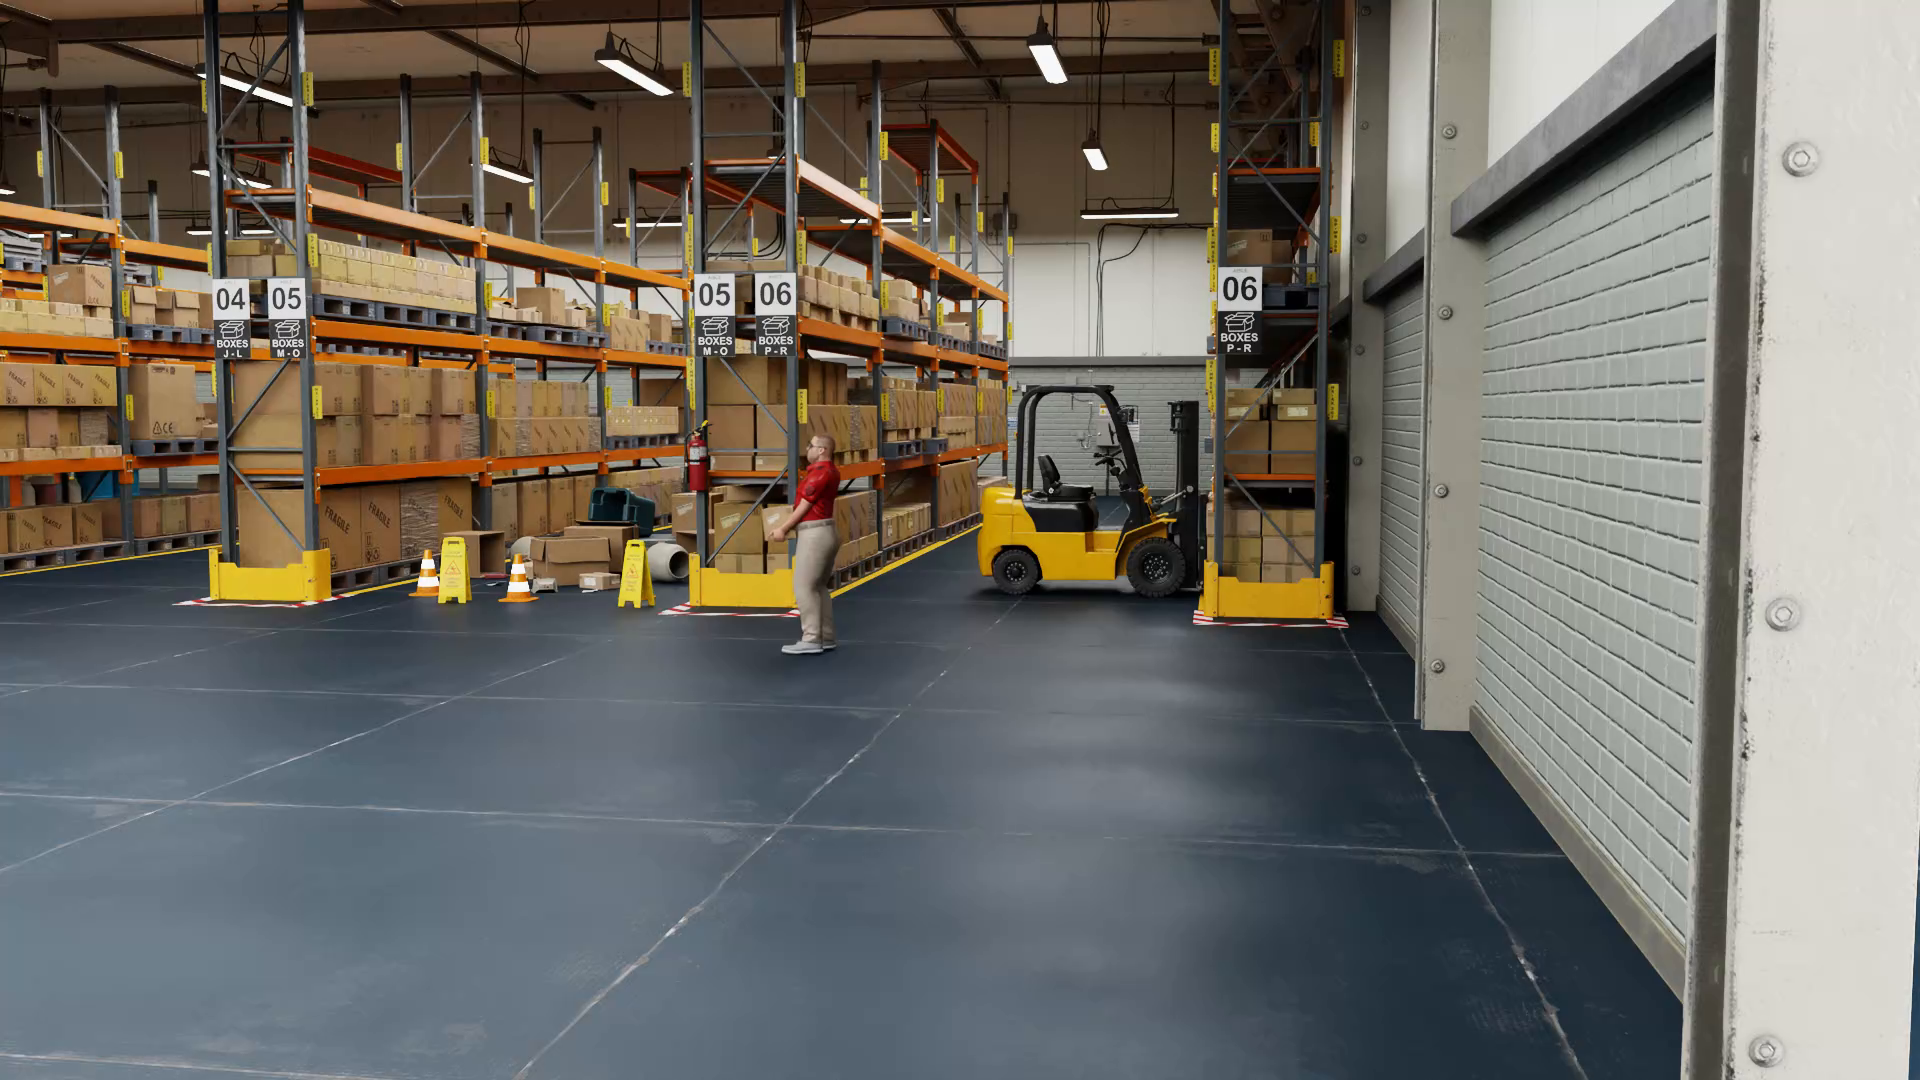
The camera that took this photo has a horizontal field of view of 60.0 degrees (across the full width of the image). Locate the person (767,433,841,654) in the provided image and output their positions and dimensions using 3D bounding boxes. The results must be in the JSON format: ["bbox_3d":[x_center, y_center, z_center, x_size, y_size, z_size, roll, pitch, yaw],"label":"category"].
[{"bbox_3d":[-1.215,0.023,12.997,0.530,1.715,0.495,1,4,9],"label":"person"}]
